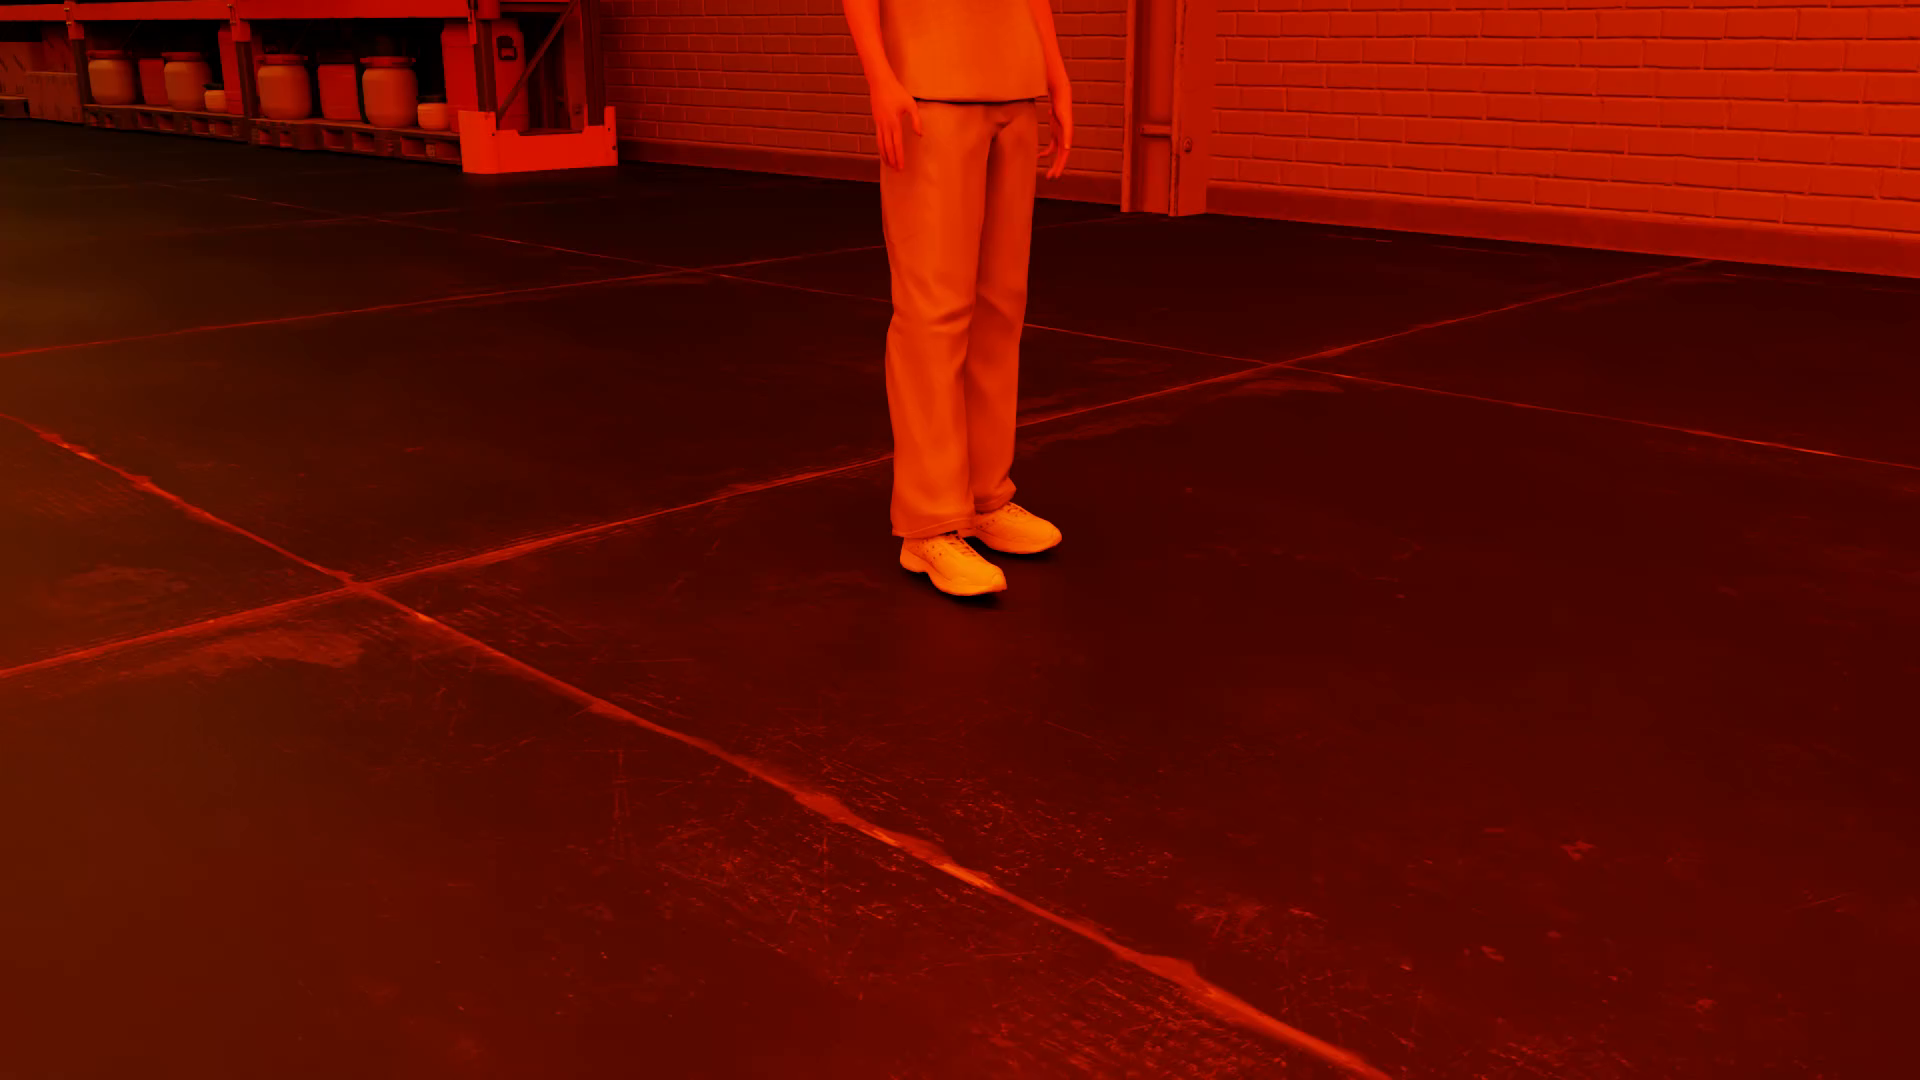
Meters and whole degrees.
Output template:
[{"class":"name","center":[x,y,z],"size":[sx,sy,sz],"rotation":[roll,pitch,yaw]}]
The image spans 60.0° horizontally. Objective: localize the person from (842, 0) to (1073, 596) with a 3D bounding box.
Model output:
[{"class":"person","center":[0.043,-0.790,3.086],"size":[0.548,1.673,0.549],"rotation":[16,23,42]}]
